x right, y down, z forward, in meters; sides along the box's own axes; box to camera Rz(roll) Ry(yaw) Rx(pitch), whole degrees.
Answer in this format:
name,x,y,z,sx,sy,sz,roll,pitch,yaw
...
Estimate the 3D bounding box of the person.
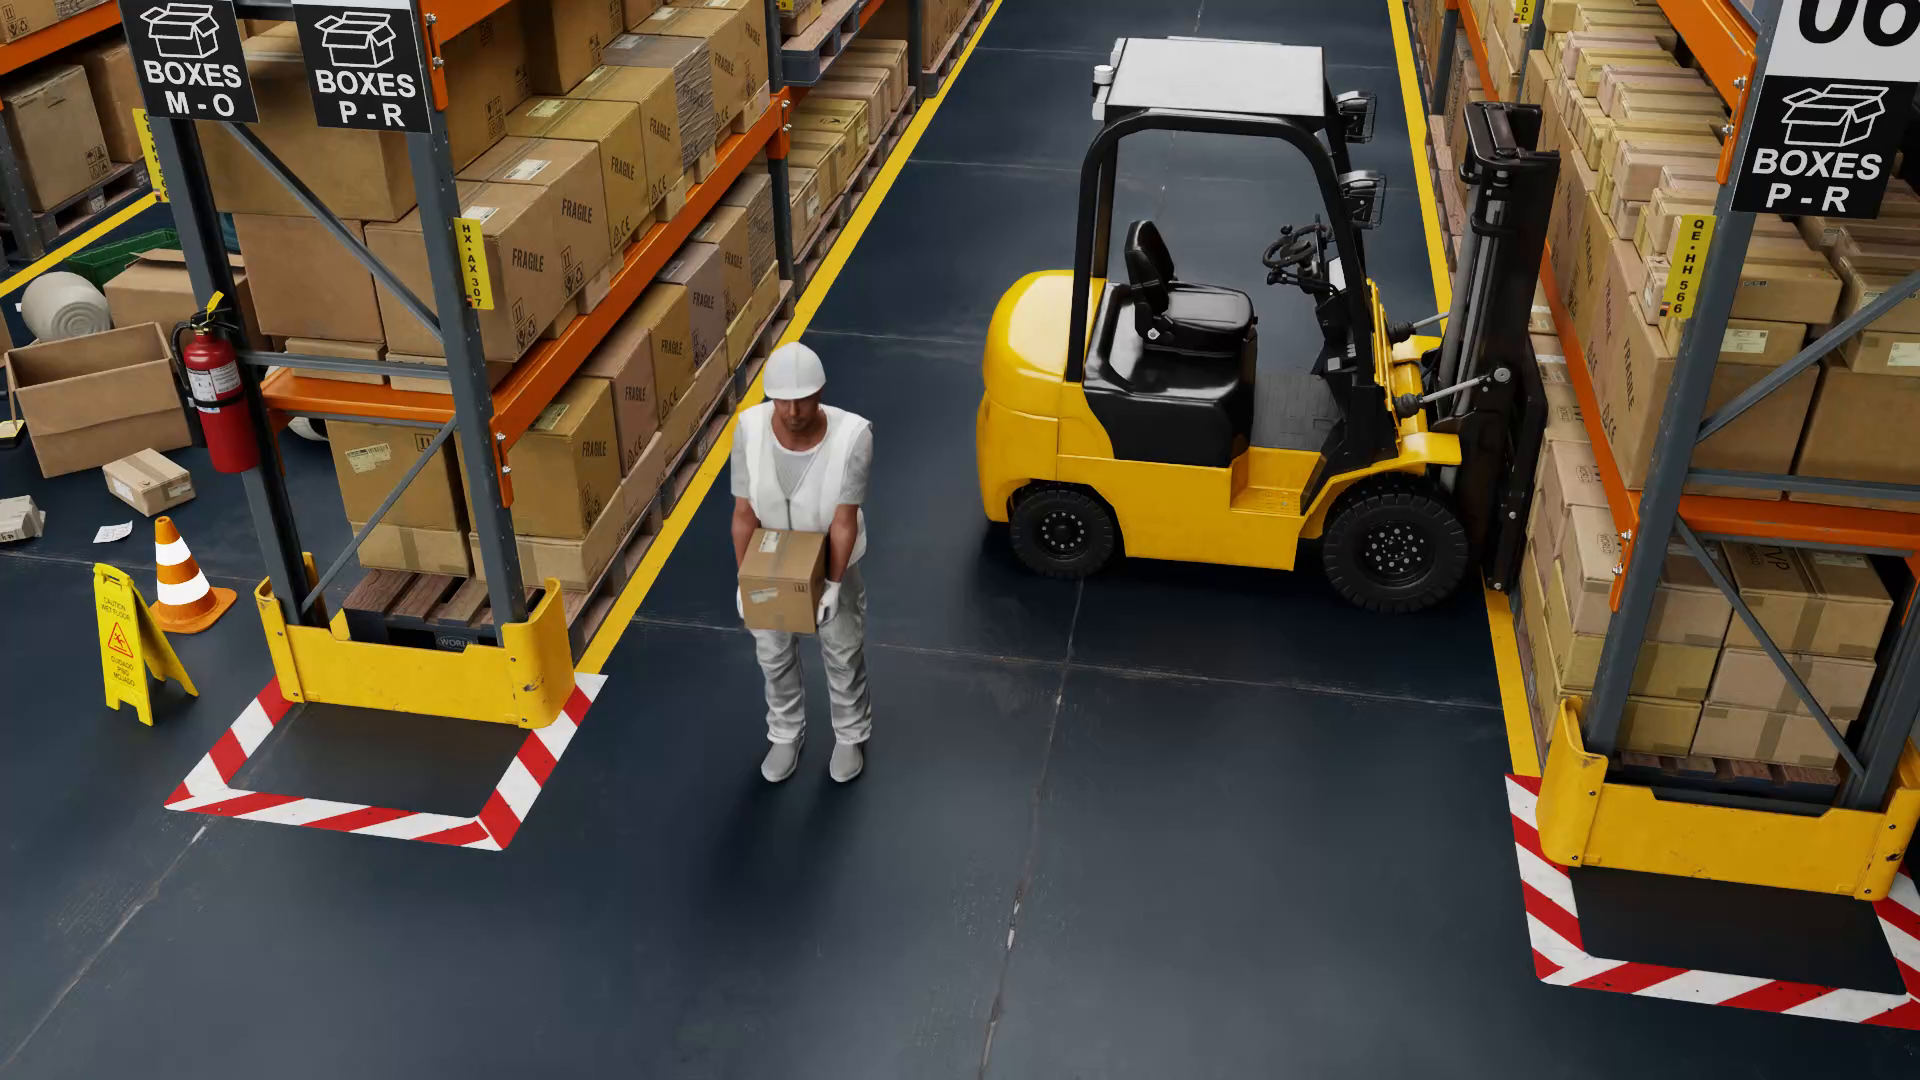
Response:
name,x,y,z,sx,sy,sz,roll,pitch,yaw
person,-0.556,0.118,5.938,0.492,1.773,0.587,5,32,7
